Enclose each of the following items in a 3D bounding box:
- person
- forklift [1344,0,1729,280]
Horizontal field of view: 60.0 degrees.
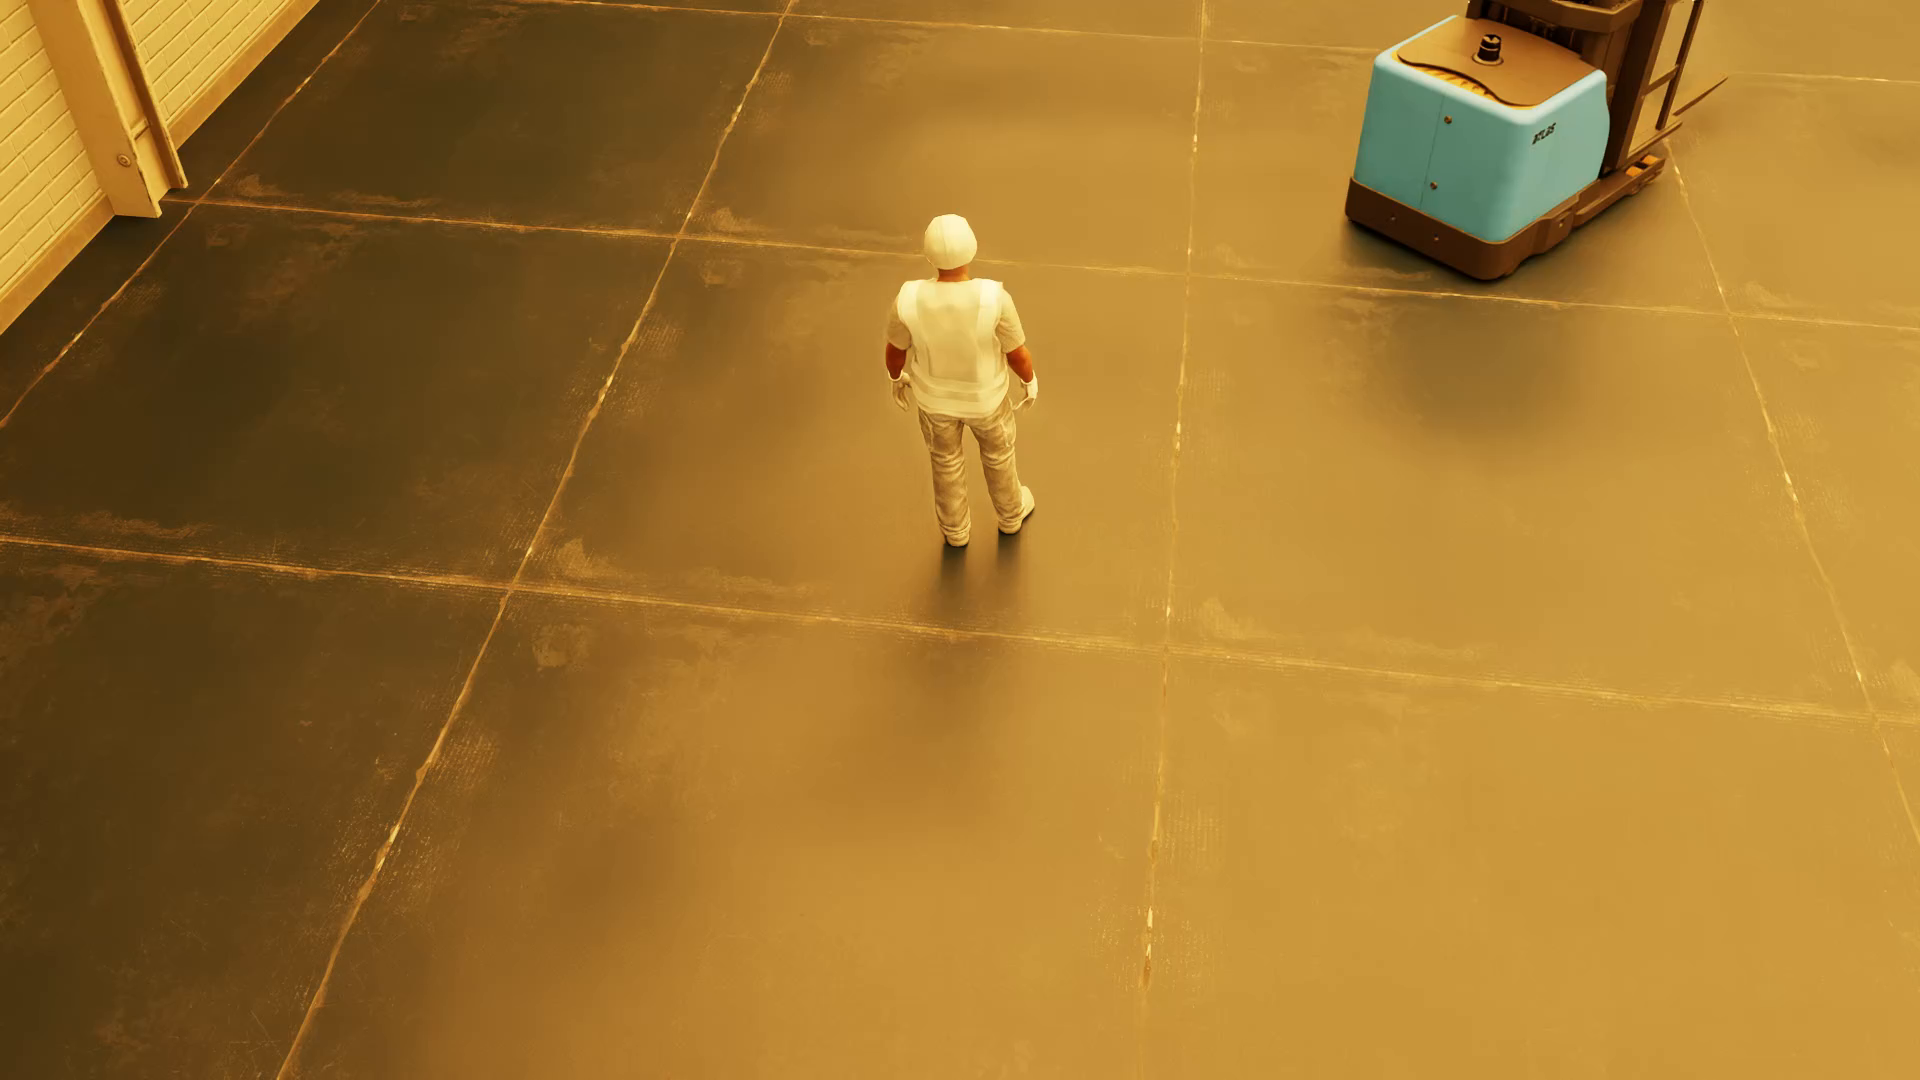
[{"bbox_3d":[0.018,-0.710,7.335,0.657,1.785,0.575,5,43,6],"label":"person"},{"bbox_3d":[3.707,-3.426,9.454,3.031,2.935,1.130,-33,52,-30],"label":"forklift"}]
